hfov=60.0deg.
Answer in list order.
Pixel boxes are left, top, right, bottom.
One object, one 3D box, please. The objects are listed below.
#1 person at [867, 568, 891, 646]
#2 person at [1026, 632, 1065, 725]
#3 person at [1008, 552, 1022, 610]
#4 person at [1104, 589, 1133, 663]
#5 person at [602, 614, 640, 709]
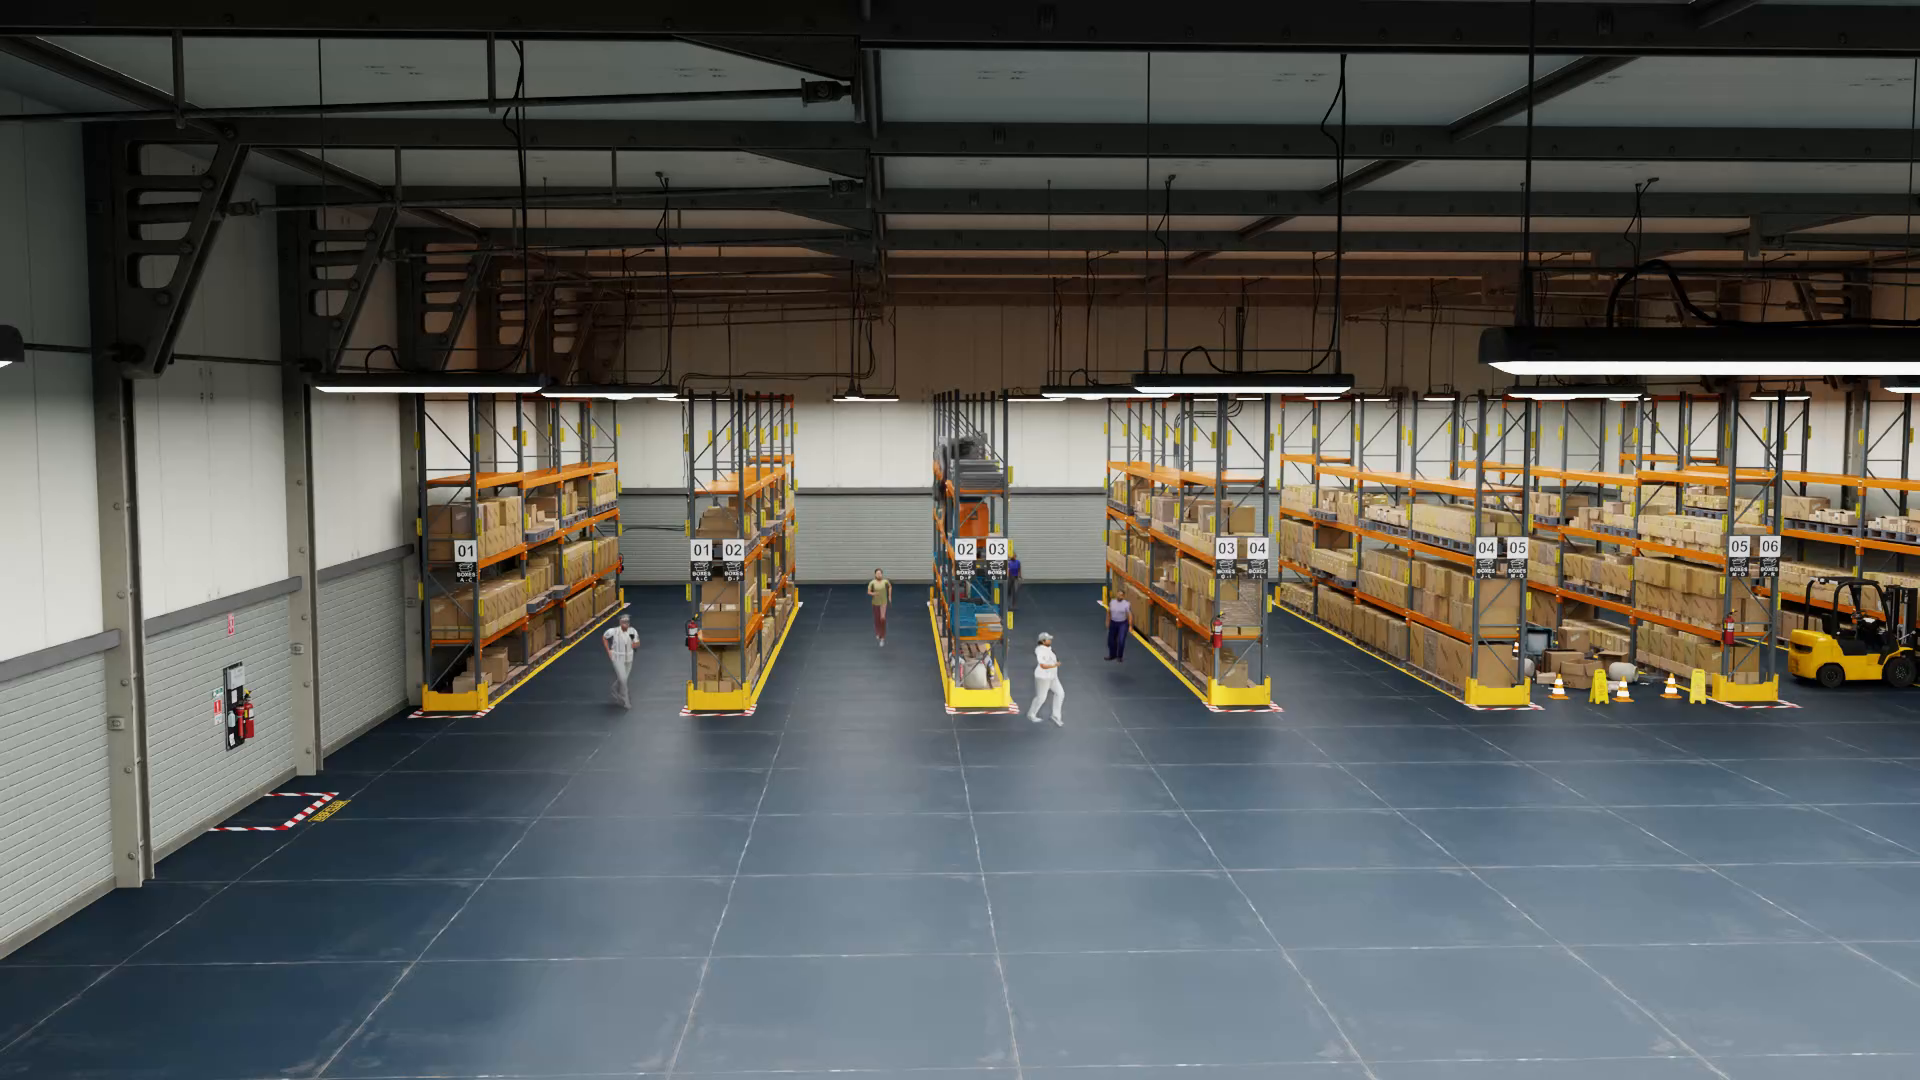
[{"bbox_3d":[-1.844,1.525,37.997,0.533,1.764,0.775,0,5,1],"label":"person"},{"bbox_3d":[1.474,2.499,29.622,0.667,1.728,0.585,2,5,28],"label":"person"},{"bbox_3d":[1.446,1.128,46.670,0.580,1.607,0.824,-1,5,-16],"label":"person"},{"bbox_3d":[3.346,1.796,35.120,0.758,1.595,0.558,2,5,25],"label":"person"},{"bbox_3d":[-6.447,2.302,31.620,0.641,1.839,0.930,-4,6,-37],"label":"person"}]
